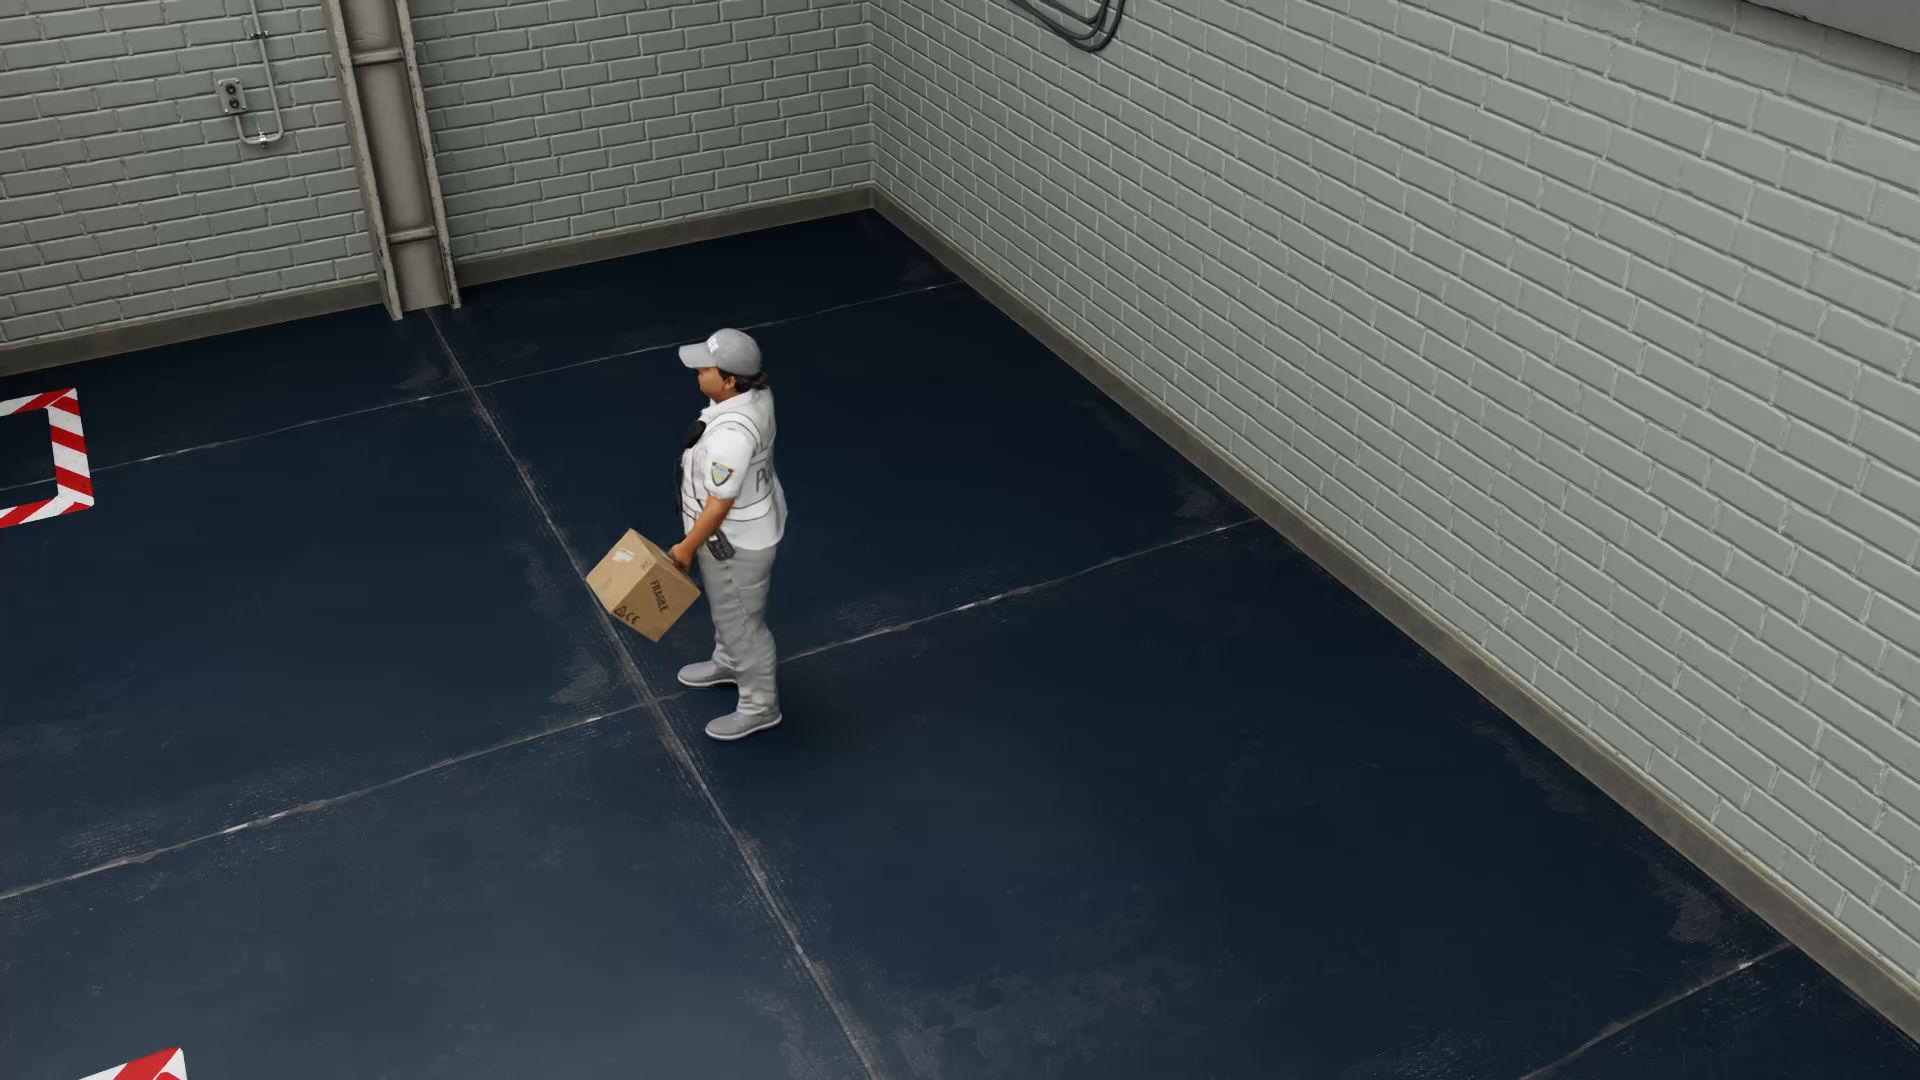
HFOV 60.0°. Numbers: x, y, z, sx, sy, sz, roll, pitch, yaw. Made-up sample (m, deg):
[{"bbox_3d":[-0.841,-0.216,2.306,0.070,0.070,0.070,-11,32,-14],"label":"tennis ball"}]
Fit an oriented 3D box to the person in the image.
[{"bbox_3d":[-0.896,-0.021,6.152,0.511,1.667,0.512,1,33,2],"label":"person"}]
